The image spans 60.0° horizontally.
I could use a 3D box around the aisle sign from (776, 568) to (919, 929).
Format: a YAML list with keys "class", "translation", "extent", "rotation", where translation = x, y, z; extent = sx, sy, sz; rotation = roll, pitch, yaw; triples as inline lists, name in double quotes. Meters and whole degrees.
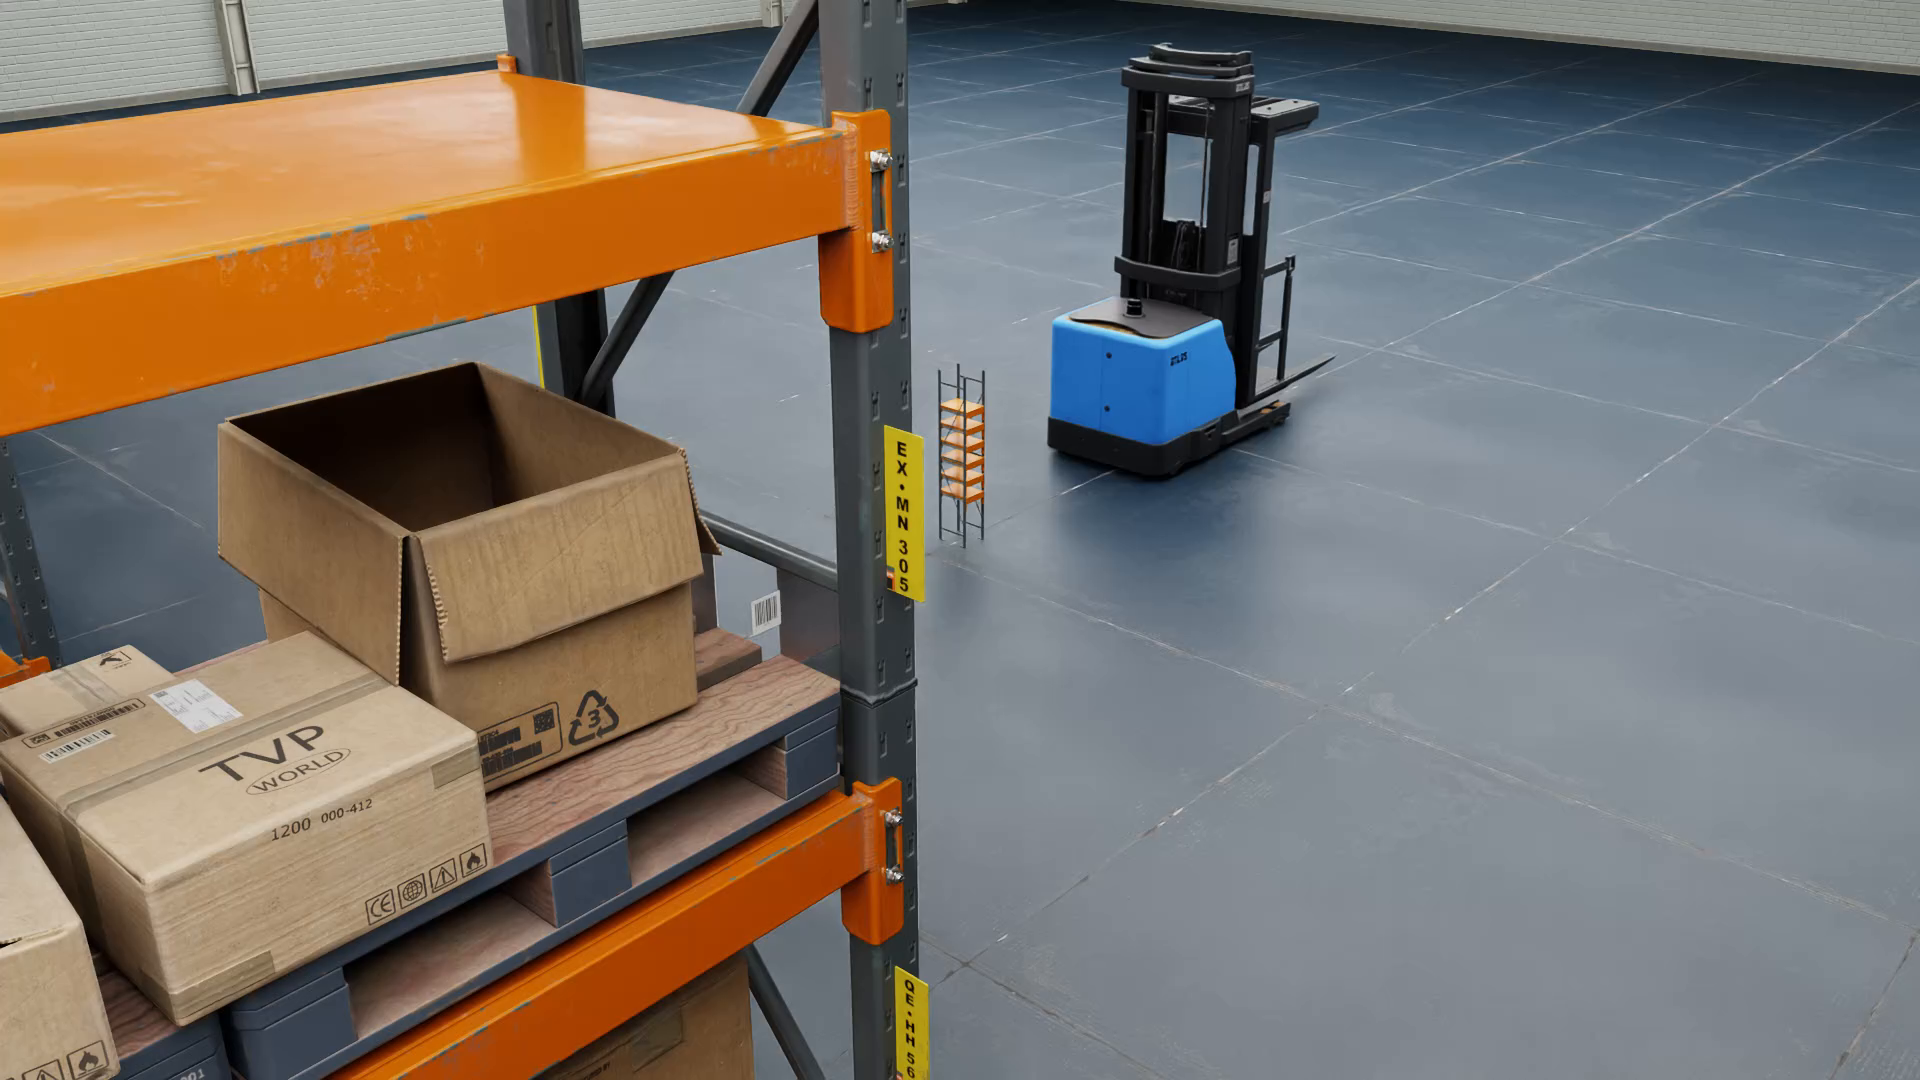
- class: "aisle sign"
  translation: [-0.236, 0.412, 3.487]
  extent: [0.394, 0.787, 0.004]
  rotation: [20, 31, 38]

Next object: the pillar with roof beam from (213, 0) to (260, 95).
- class: "pillar with roof beam"
  translation: [-8.873, -10.480, 23.625]
  extent: [9.100, 9.000, 0.400]
  rotation: [20, 31, 38]

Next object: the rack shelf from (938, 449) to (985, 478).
- class: "rack shelf"
  translation: [0.010, -0.511, 11.033]
  extent: [0.258, 0.103, 0.180]
  rotation: [20, 31, 38]

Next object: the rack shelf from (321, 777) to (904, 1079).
- class: "rack shelf"
  translation: [-1.833, 1.107, 2.328]
  extent: [1.077, 0.370, 4.000]
  rotation: [20, 31, 38]

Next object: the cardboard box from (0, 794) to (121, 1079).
- class: "cardboard box"
  translation: [-1.441, 0.547, 2.122]
  extent: [0.500, 0.311, 0.500]
  rotation: [-20, 31, -37]

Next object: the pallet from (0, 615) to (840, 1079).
- class: "pallet"
  translation: [-0.989, 0.418, 3.093]
  extent: [1.003, 0.211, 1.213]
  rotation: [20, 31, 38]

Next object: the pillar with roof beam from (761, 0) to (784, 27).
- class: "pillar with roof beam"
  translation: [-0.864, -14.136, 31.779]
  extent: [9.100, 9.000, 0.400]
  rotation: [20, 31, 38]

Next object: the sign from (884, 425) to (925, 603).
- class: "sign"
  translation: [-0.103, -0.046, 3.035]
  extent: [0.100, 0.325, 0.005]
  rotation: [20, 31, 38]

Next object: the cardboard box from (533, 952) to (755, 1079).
- class: "cardboard box"
  translation: [-0.855, 1.055, 3.522]
  extent: [0.700, 0.500, 0.500]
  rotation: [20, 31, 38]

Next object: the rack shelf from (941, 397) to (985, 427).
- class: "rack shelf"
  translation: [0.010, -0.840, 10.885]
  extent: [0.258, 0.103, 0.180]
  rotation: [20, 31, 38]

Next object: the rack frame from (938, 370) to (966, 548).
- class: "rack frame"
  translation: [-0.051, -0.524, 10.952]
  extent: [0.240, 1.200, 0.006]
  rotation: [20, 31, 38]

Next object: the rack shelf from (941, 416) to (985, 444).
- class: "rack shelf"
  translation: [0.010, -0.730, 10.934]
  extent: [0.258, 0.103, 0.180]
  rotation: [20, 31, 38]

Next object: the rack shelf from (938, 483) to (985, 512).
- class: "rack shelf"
  translation: [0.010, -0.292, 11.131]
  extent: [0.258, 0.103, 0.180]
  rotation: [20, 31, 38]

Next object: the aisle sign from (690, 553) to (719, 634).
- class: "aisle sign"
  translation: [-0.682, 0.248, 3.852]
  extent: [0.394, 0.787, 0.004]
  rotation: [20, 31, 38]

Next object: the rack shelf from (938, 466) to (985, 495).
- class: "rack shelf"
  translation: [0.010, -0.402, 11.082]
  extent: [0.258, 0.103, 0.180]
  rotation: [20, 31, 38]

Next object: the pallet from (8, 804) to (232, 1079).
- class: "pallet"
  translation: [-1.803, 0.792, 2.260]
  extent: [1.003, 0.211, 1.213]
  rotation: [20, 31, 38]

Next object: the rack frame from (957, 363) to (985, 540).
- class: "rack frame"
  translation: [0.071, -0.580, 11.077]
  extent: [0.240, 1.200, 0.006]
  rotation: [20, 31, 38]

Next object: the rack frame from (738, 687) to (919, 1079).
- class: "rack frame"
  translation: [-0.498, 1.538, 4.153]
  extent: [1.000, 3.000, 0.127]
  rotation: [20, 31, 38]

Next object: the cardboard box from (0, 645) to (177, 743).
- class: "cardboard box"
  translation: [-1.415, 0.339, 2.784]
  extent: [0.380, 0.149, 0.250]
  rotation: [20, 31, 38]

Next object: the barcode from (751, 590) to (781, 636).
- class: "barcode"
  translation: [-0.340, 0.128, 2.922]
  extent: [0.001, 0.075, 0.075]
  rotation: [20, 31, 38]

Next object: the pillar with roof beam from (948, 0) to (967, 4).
- class: "pillar with roof beam"
  translation: [3.141, -15.964, 35.856]
  extent: [9.100, 9.000, 0.400]
  rotation: [20, 31, 38]

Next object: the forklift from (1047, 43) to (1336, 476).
- class: "forklift"
  translation: [1.998, -2.332, 12.869]
  extent: [1.130, 2.935, 3.031]
  rotation: [19, 30, 36]

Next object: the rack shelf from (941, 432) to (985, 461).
- class: "rack shelf"
  translation: [0.010, -0.621, 10.983]
  extent: [0.258, 0.103, 0.180]
  rotation: [20, 31, 38]

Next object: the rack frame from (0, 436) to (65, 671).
- class: "rack frame"
  translation: [-4.184, 0.184, 7.172]
  extent: [1.000, 3.000, 0.127]
  rotation: [20, 31, 38]

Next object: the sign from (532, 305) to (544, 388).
- class: "sign"
  translation: [-0.907, -0.419, 3.686]
  extent: [0.100, 0.325, 0.005]
  rotation: [20, 31, 38]

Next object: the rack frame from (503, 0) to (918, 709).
- class: "rack frame"
  translation: [-0.498, -1.199, 2.926]
  extent: [1.000, 3.000, 0.127]
  rotation: [20, 31, 38]

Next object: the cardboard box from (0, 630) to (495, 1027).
- class: "cardboard box"
  translation: [-1.070, 0.405, 2.512]
  extent: [0.500, 0.250, 0.500]
  rotation: [20, 31, 38]

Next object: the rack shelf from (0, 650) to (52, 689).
- class: "rack shelf"
  translation: [-5.519, 1.122, 5.960]
  extent: [1.077, 0.370, 4.000]
  rotation: [20, 31, 38]

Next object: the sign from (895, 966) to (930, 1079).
- class: "sign"
  translation: [-0.103, 1.054, 3.528]
  extent: [0.100, 0.325, 0.005]
  rotation: [20, 31, 38]

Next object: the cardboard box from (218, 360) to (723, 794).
- class: "cardboard box"
  translation: [-0.885, 0.041, 3.016]
  extent: [0.637, 0.503, 0.797]
  rotation: [-22, 32, -39]

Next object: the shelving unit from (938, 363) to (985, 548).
- class: "shelving unit"
  translation: [0.010, -0.552, 11.014]
  extent: [0.258, 1.200, 0.189]
  rotation: [20, 31, 38]

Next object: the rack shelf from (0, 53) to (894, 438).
- class: "rack shelf"
  translation: [-1.833, -0.079, 1.796]
  extent: [1.077, 0.370, 4.000]
  rotation: [20, 31, 38]
